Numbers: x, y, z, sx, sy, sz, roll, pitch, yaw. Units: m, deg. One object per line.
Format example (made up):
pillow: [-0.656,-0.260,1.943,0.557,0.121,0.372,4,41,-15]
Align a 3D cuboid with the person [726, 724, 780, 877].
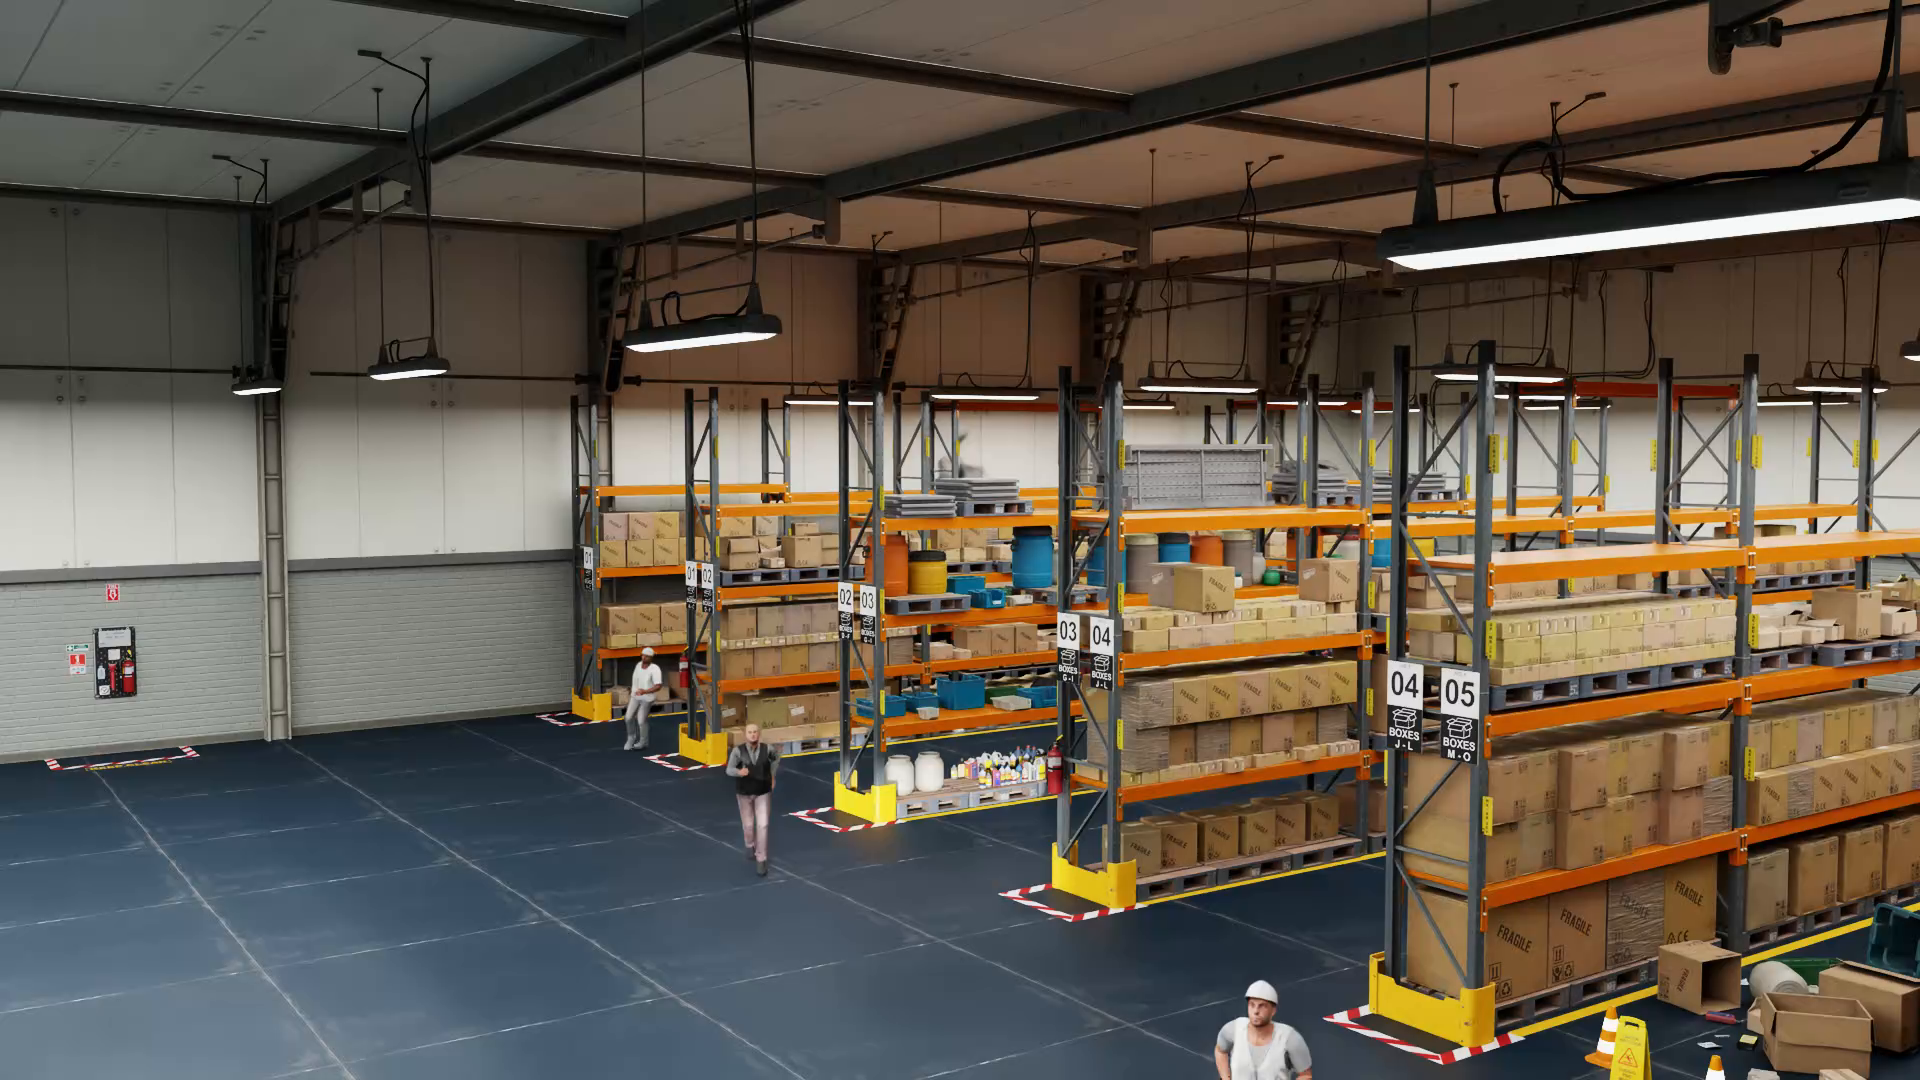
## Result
person: [-2.486,3.085,20.007,0.651,1.759,0.854,0,3,-6]

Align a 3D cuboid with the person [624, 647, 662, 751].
person: [-5.261,2.644,27.604,0.720,1.752,0.640,1,4,22]

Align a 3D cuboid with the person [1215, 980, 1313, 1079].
person: [1.892,3.647,10.438,0.625,1.762,0.659,1,4,13]
